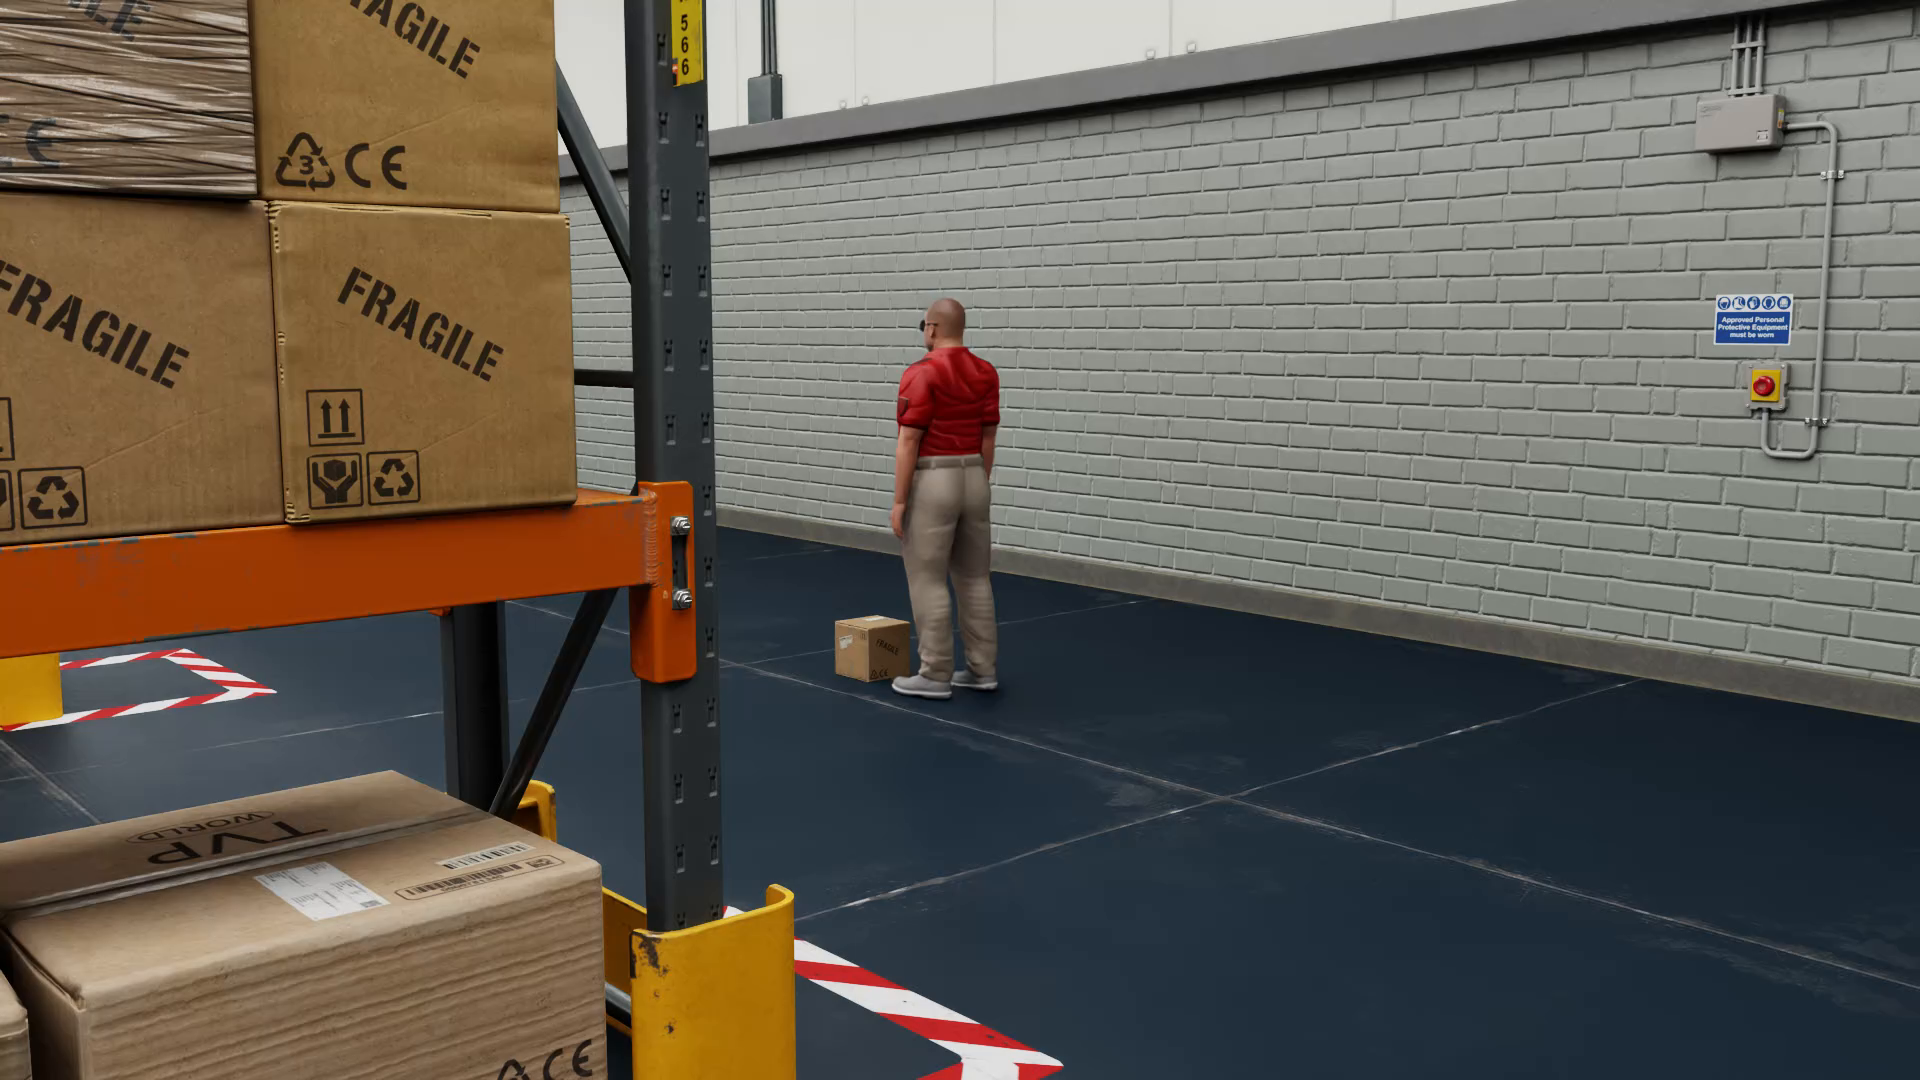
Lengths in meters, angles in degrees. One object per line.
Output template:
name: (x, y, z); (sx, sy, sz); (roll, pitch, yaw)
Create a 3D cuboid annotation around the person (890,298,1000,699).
person: (-0.092, -0.177, 7.257); (0.533, 1.736, 0.352); (-6, 10, -40)
